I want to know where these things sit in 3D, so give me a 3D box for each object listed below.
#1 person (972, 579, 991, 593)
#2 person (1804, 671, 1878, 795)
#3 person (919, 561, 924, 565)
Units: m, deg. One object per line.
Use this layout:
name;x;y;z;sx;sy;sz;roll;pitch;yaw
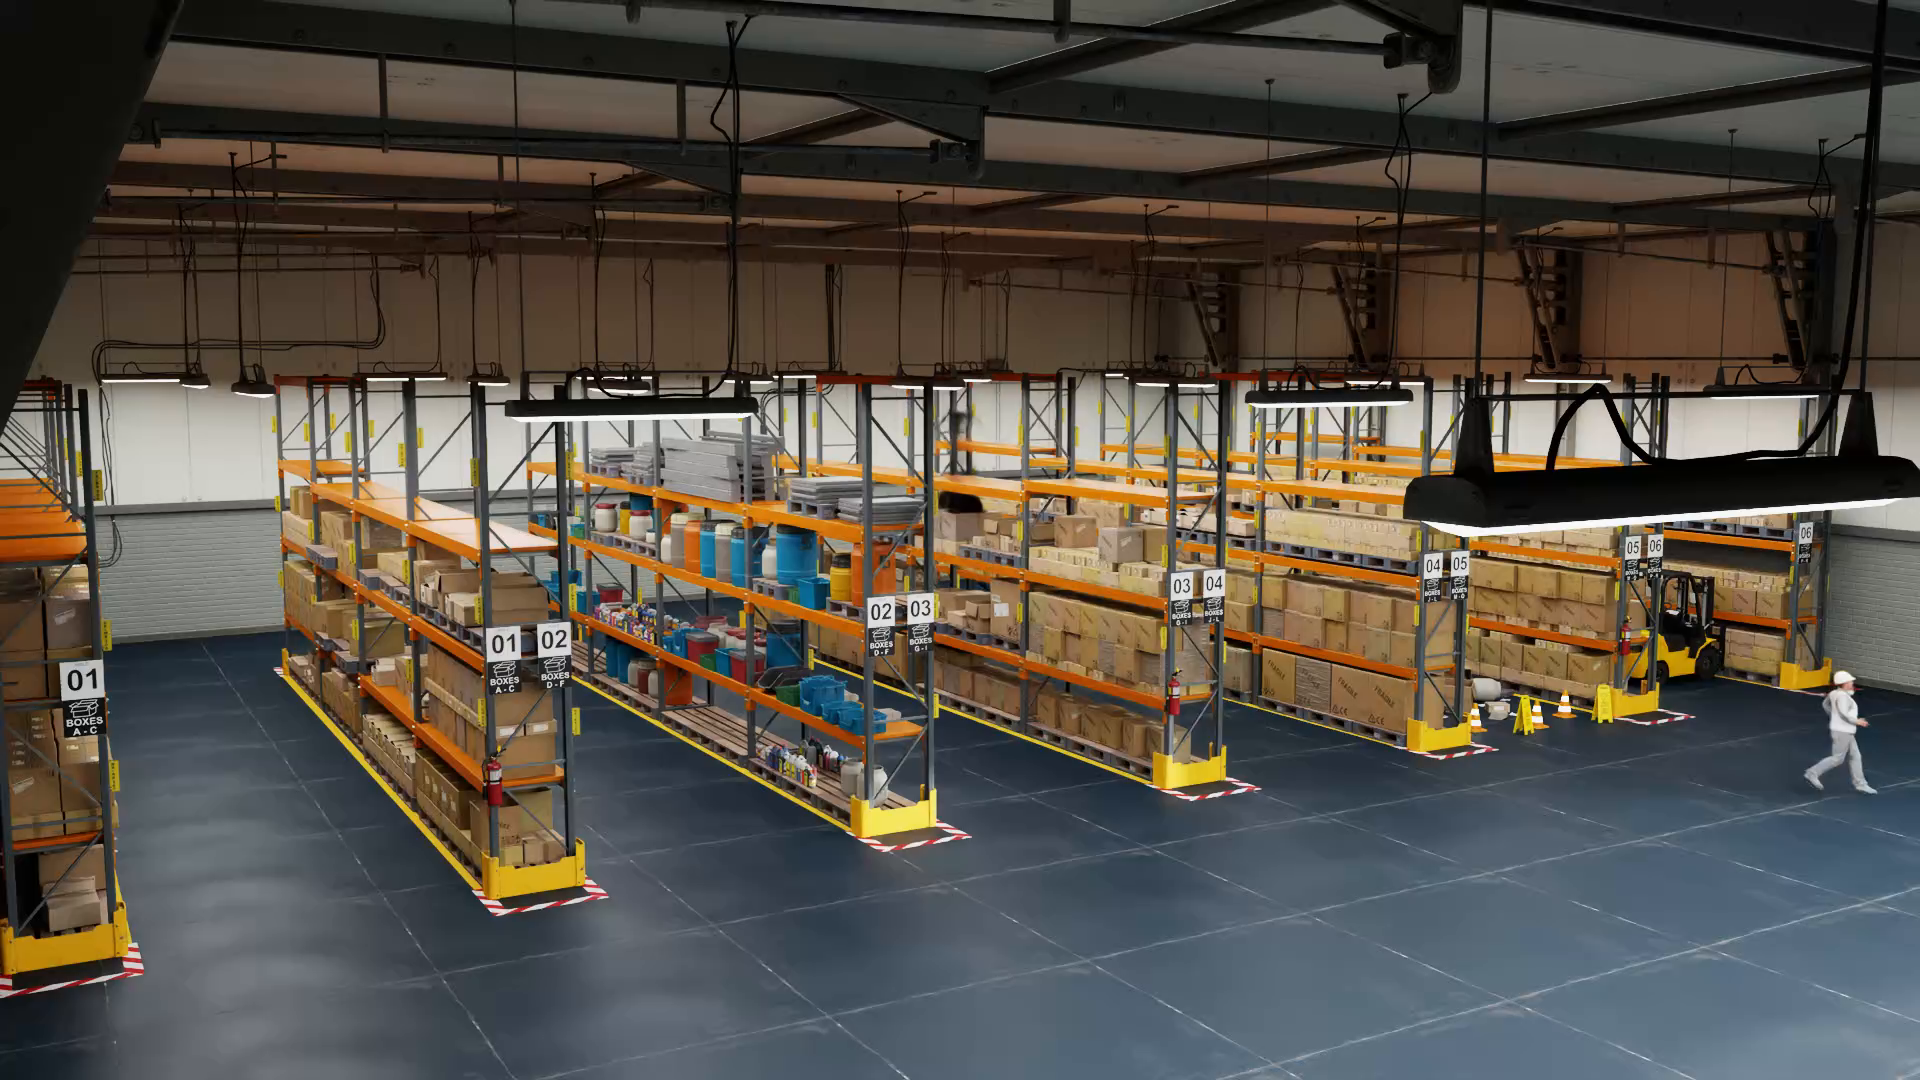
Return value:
person;0.419;0.827;43.321;0.891;1.491;0.535;-6;9;-43
person;12.874;2.795;24.239;0.976;1.771;0.698;3;7;22
person;-0.897;1.296;38.743;0.566;1.628;0.573;-3;7;-29
